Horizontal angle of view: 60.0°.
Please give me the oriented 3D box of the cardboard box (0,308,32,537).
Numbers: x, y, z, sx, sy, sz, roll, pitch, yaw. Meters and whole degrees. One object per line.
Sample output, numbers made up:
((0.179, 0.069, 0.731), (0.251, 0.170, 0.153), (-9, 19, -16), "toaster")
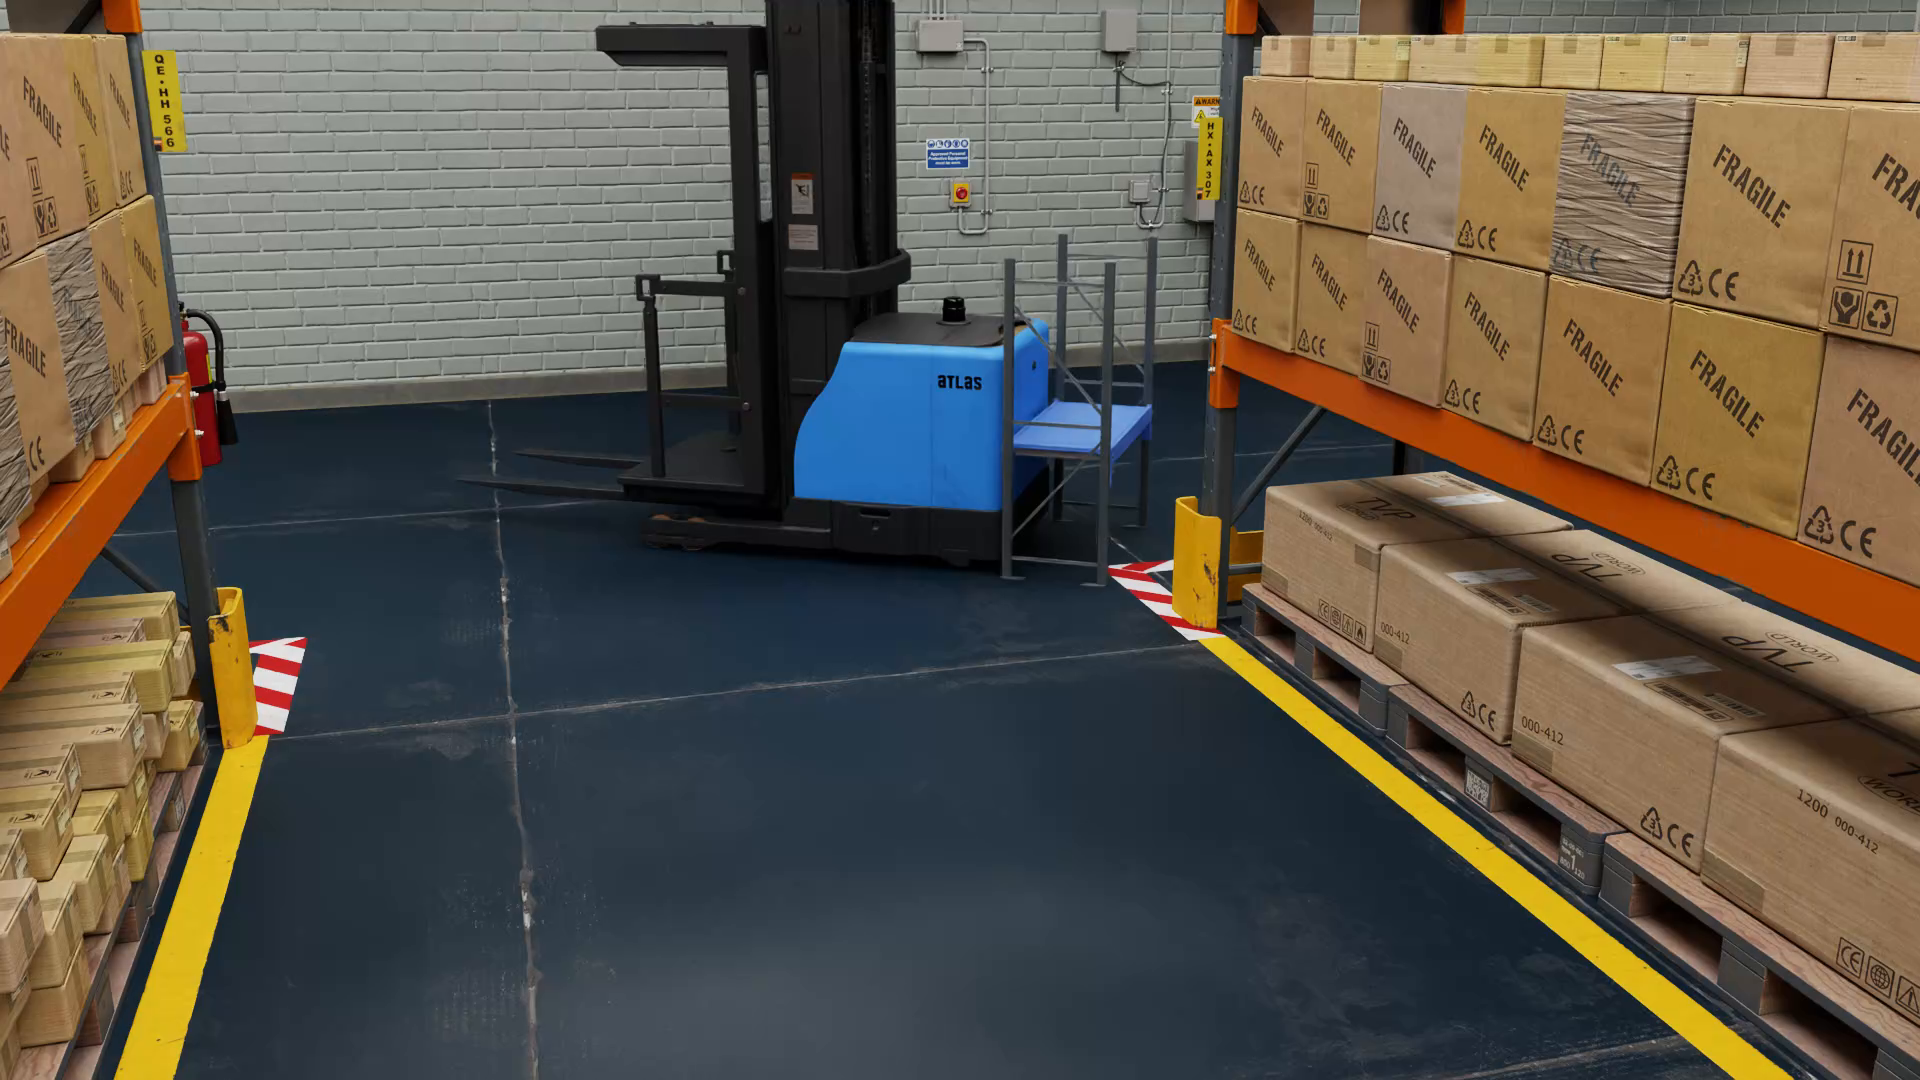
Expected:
((-2.226, -0.235, 3.328), (0.500, 0.500, 0.500), (-5, 17, -16), "cardboard box")

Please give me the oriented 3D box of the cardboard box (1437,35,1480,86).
((1.720, -1.492, 5.165), (0.380, 0.149, 0.250), (-5, 17, -15), "cardboard box")

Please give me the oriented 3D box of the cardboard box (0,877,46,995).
((-2.202, 0.865, 3.551), (0.380, 0.149, 0.250), (-4, 17, -14), "cardboard box")

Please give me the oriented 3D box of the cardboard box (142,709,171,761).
((-2.621, 0.574, 5.037), (0.380, 0.149, 0.250), (-5, 18, -18), "cardboard box")

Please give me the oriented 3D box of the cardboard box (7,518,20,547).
((-2.376, -0.024, 3.753), (0.380, 0.149, 0.250), (-4, 17, -13), "cardboard box")

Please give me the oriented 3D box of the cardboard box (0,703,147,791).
((-2.451, 0.573, 4.523), (0.380, 0.149, 0.250), (-4, 17, -13), "cardboard box")

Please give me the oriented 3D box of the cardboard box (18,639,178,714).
((-2.589, 0.426, 5.011), (0.380, 0.149, 0.250), (-5, 17, -16), "cardboard box")

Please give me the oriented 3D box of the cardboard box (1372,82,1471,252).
((1.702, -1.222, 5.394), (0.500, 0.500, 0.500), (-5, 17, -16), "cardboard box")

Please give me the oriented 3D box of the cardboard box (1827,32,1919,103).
((2.228, -1.077, 3.783), (0.380, 0.149, 0.250), (-5, 17, -15), "cardboard box")

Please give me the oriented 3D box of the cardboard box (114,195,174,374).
((-2.814, -0.802, 5.216), (0.500, 0.500, 0.500), (-4, 17, -14), "cardboard box")

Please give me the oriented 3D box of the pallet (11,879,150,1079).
((-2.643, 1.206, 4.072), (1.003, 0.211, 1.213), (-5, 17, -15), "pallet")

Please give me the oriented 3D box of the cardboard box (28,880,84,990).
((-2.268, 0.932, 3.843), (0.380, 0.149, 0.250), (-5, 17, -16), "cardboard box")

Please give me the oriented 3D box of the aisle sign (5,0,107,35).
((-2.917, -2.004, 5.391), (0.394, 0.787, 0.004), (-5, 17, -15), "aisle sign")

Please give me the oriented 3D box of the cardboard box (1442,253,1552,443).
((1.845, -0.610, 5.095), (0.500, 0.500, 0.500), (-4, 17, -13), "cardboard box")

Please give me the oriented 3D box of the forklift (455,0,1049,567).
((-1.108, -1.489, 8.314), (3.031, 2.935, 1.130), (4, 17, 14), "forklift")

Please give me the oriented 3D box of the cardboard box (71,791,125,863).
((-2.414, 0.788, 4.323), (0.380, 0.149, 0.250), (-4, 17, -12), "cardboard box")

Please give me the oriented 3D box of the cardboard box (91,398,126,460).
((-2.615, -0.318, 4.735), (0.380, 0.149, 0.250), (-4, 17, -14), "cardboard box")

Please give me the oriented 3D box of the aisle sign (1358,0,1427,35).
((1.825, -2.424, 6.789), (0.394, 0.787, 0.004), (-5, 17, -15), "aisle sign")

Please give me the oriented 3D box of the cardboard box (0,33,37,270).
((-2.381, -0.848, 3.633), (0.500, 0.500, 0.500), (-5, 18, -17), "cardboard box")

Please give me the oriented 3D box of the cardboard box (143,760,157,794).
((-2.682, 0.721, 5.063), (0.380, 0.149, 0.250), (-5, 17, -16), "cardboard box")

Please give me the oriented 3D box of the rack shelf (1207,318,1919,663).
((2.096, -0.237, 5.277), (1.077, 0.370, 4.000), (-5, 17, -15), "rack shelf")

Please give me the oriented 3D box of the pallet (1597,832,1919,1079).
((2.512, 1.091, 4.454), (1.003, 0.211, 1.213), (-5, 17, -15), "pallet")

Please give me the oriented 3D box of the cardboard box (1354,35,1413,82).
((1.569, -1.633, 5.634), (0.380, 0.149, 0.250), (-5, 18, -17), "cardboard box")

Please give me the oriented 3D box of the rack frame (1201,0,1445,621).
((1.547, -1.135, 7.015), (1.000, 3.000, 0.127), (-5, 17, -15), "rack frame")

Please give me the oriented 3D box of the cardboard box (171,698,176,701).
((-2.840, 0.578, 5.539), (0.380, 0.149, 0.250), (-4, 17, -14), "cardboard box")

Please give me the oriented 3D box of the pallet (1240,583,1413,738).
((1.842, 0.416, 6.700), (1.003, 0.211, 1.213), (-5, 17, -15), "pallet")

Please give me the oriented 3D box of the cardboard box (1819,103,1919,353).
((2.251, -0.664, 3.535), (0.500, 0.500, 0.500), (-5, 17, -16), "cardboard box")

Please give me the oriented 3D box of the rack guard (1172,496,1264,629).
((1.540, 0.056, 7.397), (1.175, 0.500, 0.348), (-5, 17, -15), "rack guard")

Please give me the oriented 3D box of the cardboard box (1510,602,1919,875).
((2.330, 0.568, 5.070), (0.875, 0.438, 0.875), (-5, 17, -17), "cardboard box")

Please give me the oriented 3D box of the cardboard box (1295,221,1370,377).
((1.568, -0.889, 6.025), (0.500, 0.500, 0.500), (-5, 17, -16), "cardboard box")

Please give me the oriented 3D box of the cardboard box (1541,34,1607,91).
((1.883, -1.351, 4.696), (0.380, 0.149, 0.250), (-5, 17, -15), "cardboard box")

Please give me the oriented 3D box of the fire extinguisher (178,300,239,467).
((-2.810, -0.606, 6.037), (0.296, 0.674, 0.183), (-5, 17, -15), "fire extinguisher")

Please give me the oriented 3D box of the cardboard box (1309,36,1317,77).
((1.519, -1.785, 6.141), (0.380, 0.149, 0.250), (-4, 17, -14), "cardboard box")

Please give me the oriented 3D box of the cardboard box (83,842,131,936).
((-2.415, 0.931, 4.364), (0.380, 0.149, 0.250), (-4, 17, -14), "cardboard box")

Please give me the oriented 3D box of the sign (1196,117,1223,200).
((1.011, -1.545, 6.739), (0.100, 0.325, 0.005), (-5, 17, -15), "sign")

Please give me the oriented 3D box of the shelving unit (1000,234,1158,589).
((0.588, -0.659, 8.038), (0.538, 1.500, 1.048), (5, 17, 16), "shelving unit")

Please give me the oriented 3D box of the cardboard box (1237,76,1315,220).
((1.405, -1.506, 6.340), (0.500, 0.500, 0.500), (-5, 17, -16), "cardboard box")

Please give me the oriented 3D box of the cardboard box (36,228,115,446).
((-2.529, -0.519, 4.276), (0.500, 0.500, 0.500), (-5, 17, -15), "cardboard box")

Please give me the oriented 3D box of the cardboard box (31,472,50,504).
((-2.554, -0.164, 4.220), (0.380, 0.149, 0.250), (-5, 18, -18), "cardboard box")

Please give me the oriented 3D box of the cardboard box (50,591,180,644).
((-2.796, 0.290, 5.462), (0.380, 0.149, 0.250), (-4, 17, -15), "cardboard box")

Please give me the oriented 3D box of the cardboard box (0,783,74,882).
((-2.386, 0.725, 4.017), (0.380, 0.149, 0.250), (-5, 17, -15), "cardboard box")

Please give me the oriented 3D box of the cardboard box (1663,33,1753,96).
((2.038, -1.212, 4.233), (0.380, 0.149, 0.250), (-5, 17, -16), "cardboard box")

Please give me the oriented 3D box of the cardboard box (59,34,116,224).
((-2.681, -1.137, 4.596), (0.500, 0.500, 0.500), (-5, 18, -17), "cardboard box")

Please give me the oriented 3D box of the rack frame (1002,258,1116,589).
((0.440, -0.519, 7.572), (0.500, 1.500, 0.032), (5, 17, 16), "rack frame")

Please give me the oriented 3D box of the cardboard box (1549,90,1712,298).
((1.970, -0.945, 4.471), (0.500, 0.500, 0.500), (-4, 17, -15), "cardboard box")

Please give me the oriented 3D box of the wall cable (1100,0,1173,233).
((1.335, -3.294, 12.439), (0.588, 1.984, 0.122), (-5, 17, -15), "wall cable")

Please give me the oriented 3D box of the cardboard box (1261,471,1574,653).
((1.824, 0.066, 6.742), (0.875, 0.438, 0.875), (-5, 18, -17), "cardboard box")

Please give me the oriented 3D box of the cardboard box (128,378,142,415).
((-2.791, -0.455, 5.191), (0.380, 0.149, 0.250), (-5, 17, -15), "cardboard box")

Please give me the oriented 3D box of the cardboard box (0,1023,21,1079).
((-2.294, 1.153, 3.625), (0.380, 0.149, 0.250), (-5, 18, -18), "cardboard box")

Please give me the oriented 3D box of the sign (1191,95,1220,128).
((1.924, -3.267, 12.677), (0.339, 0.242, 0.001), (-5, 17, -15), "sign")

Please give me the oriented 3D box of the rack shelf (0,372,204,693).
((-2.635, 0.183, 3.881), (1.077, 0.370, 4.000), (-5, 17, -15), "rack shelf")

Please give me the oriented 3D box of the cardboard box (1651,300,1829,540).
((2.126, -0.326, 4.149), (0.500, 0.500, 0.500), (-5, 17, -17), "cardboard box")
